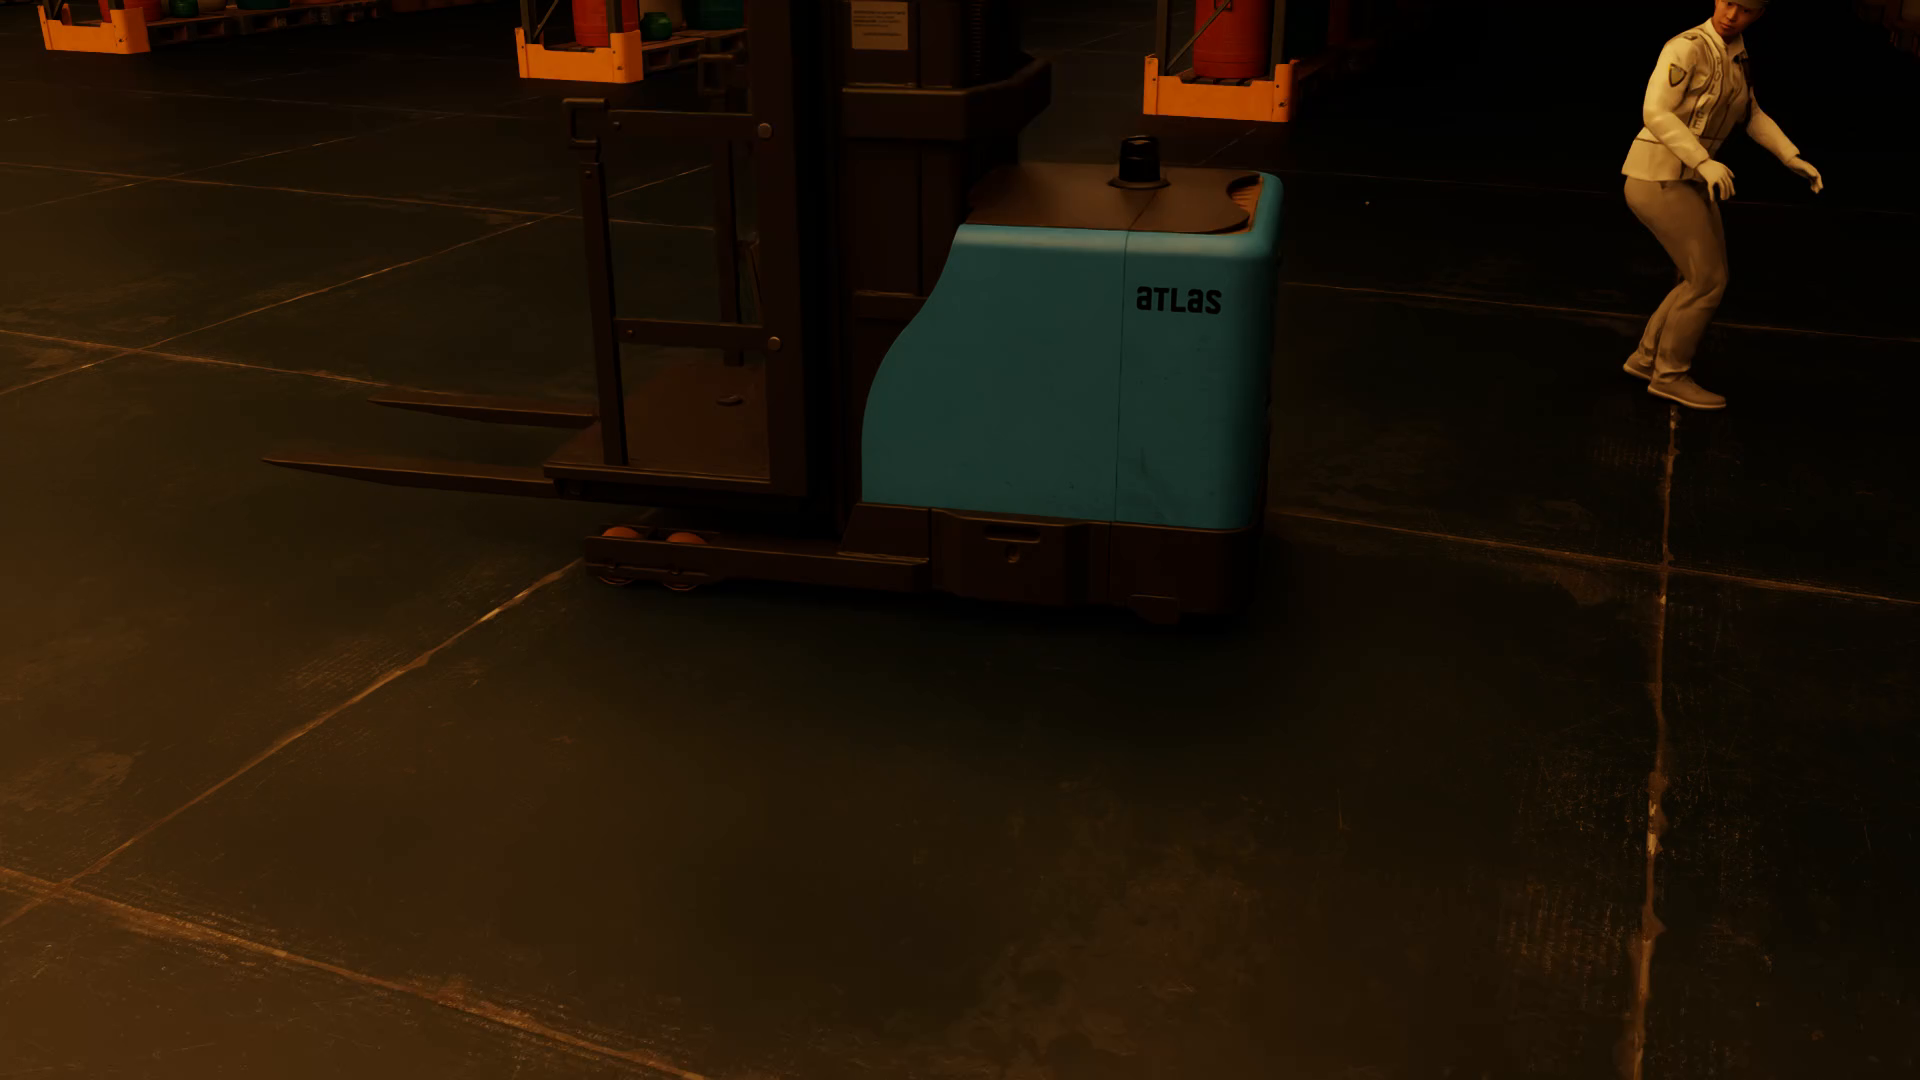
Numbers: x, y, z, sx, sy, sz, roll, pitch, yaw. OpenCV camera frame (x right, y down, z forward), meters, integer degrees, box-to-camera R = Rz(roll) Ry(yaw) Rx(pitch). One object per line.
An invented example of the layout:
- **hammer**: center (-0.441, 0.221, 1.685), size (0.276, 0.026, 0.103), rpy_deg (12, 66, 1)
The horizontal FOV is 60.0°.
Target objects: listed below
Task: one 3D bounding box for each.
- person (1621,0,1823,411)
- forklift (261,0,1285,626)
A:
- **person**: center (2.773, -1.276, 6.108), size (0.624, 1.628, 0.729), rpy_deg (18, 28, 36)
- **forklift**: center (-0.602, -1.398, 4.637), size (3.031, 2.935, 1.130), rpy_deg (5, 23, 11)
